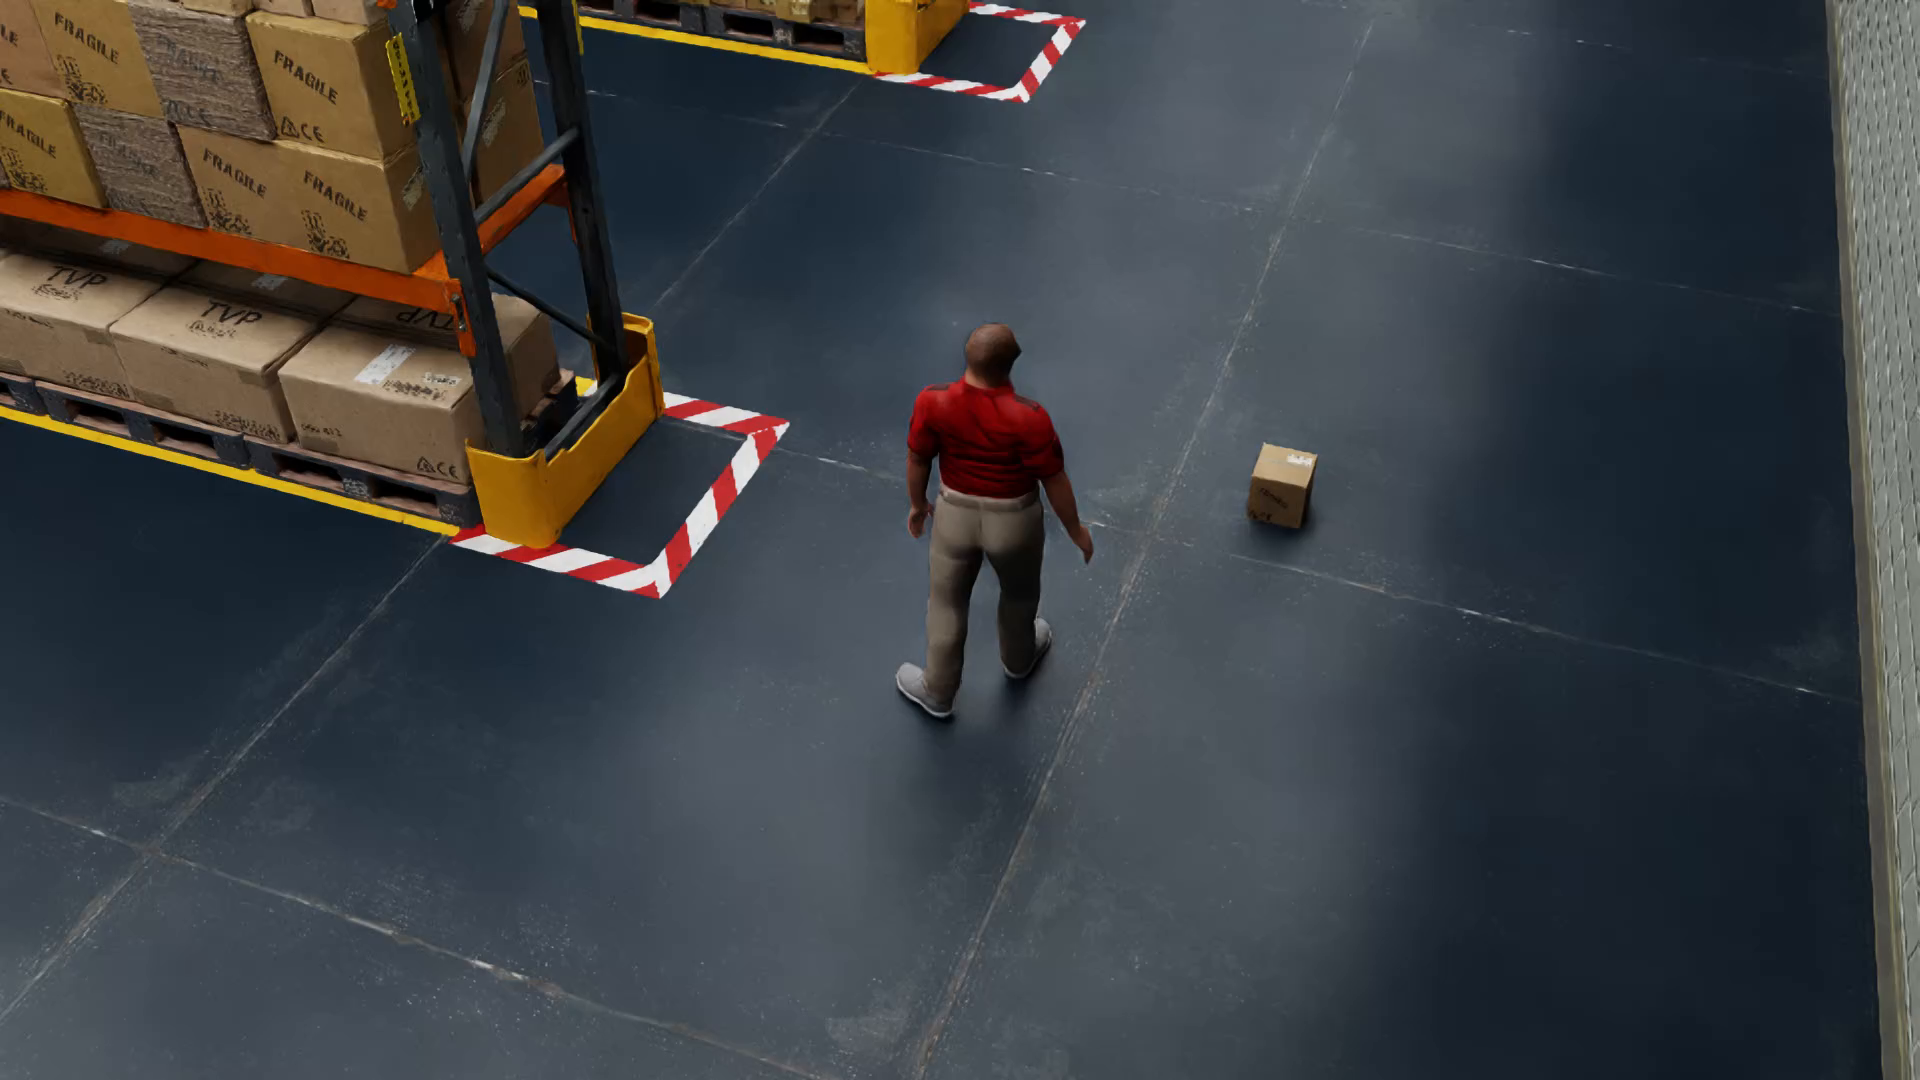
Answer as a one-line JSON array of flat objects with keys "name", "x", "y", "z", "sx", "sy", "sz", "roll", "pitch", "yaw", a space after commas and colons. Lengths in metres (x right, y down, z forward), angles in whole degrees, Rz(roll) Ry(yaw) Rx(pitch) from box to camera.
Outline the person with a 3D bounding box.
[{"name": "person", "x": 0.138, "y": -0.096, "z": 6.267, "sx": 0.756, "sy": 1.716, "sz": 0.631, "roll": 9, "pitch": 42, "yaw": 10}]
